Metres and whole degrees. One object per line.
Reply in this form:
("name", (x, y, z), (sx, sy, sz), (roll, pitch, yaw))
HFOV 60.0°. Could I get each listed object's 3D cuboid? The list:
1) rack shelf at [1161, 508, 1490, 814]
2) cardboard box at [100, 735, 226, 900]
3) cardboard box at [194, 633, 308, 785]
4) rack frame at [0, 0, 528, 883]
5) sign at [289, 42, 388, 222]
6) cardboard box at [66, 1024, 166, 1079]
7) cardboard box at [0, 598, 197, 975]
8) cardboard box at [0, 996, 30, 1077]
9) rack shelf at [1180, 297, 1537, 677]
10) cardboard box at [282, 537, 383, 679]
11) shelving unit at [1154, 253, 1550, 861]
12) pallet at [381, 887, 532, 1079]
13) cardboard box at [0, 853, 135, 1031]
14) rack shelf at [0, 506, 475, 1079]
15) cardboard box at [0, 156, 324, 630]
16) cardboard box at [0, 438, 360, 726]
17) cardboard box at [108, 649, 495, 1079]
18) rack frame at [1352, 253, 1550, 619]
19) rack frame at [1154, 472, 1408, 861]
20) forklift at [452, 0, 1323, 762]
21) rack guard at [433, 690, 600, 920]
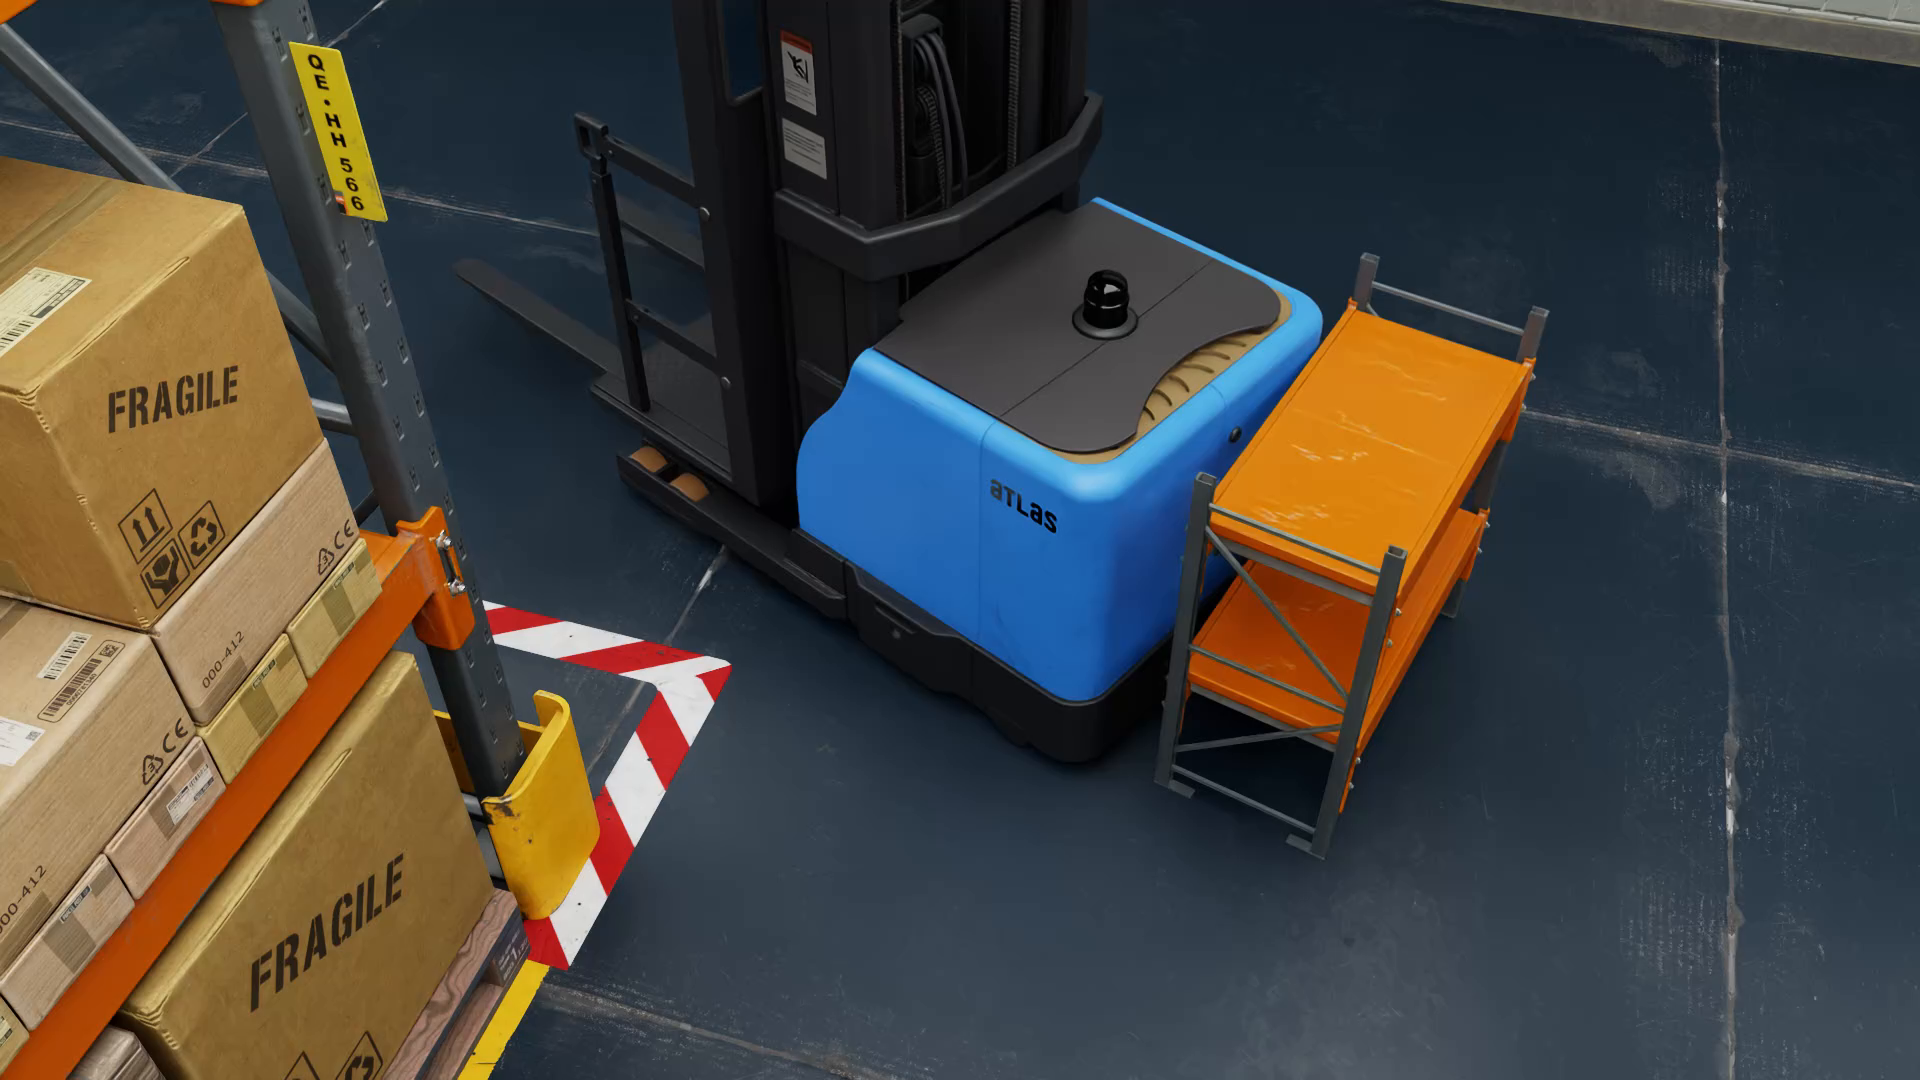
("rack shelf", (1.018, 0.215, 4.575), (0.538, 0.278, 1.000), (23, 49, 22))
("cardboard box", (-1.511, 0.429, 2.846), (0.380, 0.149, 0.250), (13, 46, 13))
("cardboard box", (-1.433, 0.262, 3.018), (0.380, 0.149, 0.250), (13, 46, 13))
("rack frame", (-1.562, -0.309, 3.421), (1.000, 3.000, 0.127), (13, 46, 13))
("sign", (-1.049, -0.683, 2.806), (0.100, 0.325, 0.005), (13, 46, 13))
("cardboard box", (-1.955, 1.350, 2.944), (0.875, 0.875, 0.875), (13, 46, 13))
("cardboard box", (-1.610, 0.356, 2.637), (0.500, 0.250, 0.500), (12, 46, 12))
("cardboard box", (-1.664, 0.769, 2.499), (0.380, 0.149, 0.250), (12, 46, 12))
("rack shelf", (1.018, -0.169, 4.200), (0.538, 0.278, 1.000), (23, 49, 22))
("cardboard box", (-1.356, 0.088, 3.195), (0.380, 0.149, 0.250), (13, 46, 13))
("shelving unit", (1.018, 0.040, 4.404), (0.538, 1.125, 1.048), (23, 49, 22))
("pallet", (-1.730, 1.237, 3.835), (1.003, 0.211, 1.213), (13, 46, 13))
("cardboard box", (-1.587, 0.596, 2.676), (0.380, 0.149, 0.250), (13, 46, 13))
("rack shelf", (-2.168, 1.281, 2.310), (1.077, 0.370, 4.000), (13, 46, 13))
("cardboard box", (-1.459, -0.249, 2.718), (0.500, 0.500, 0.500), (13, 46, 13))
("cardboard box", (-1.456, 0.018, 2.982), (0.500, 0.250, 0.500), (12, 46, 12))
("cardboard box", (-1.680, 0.744, 3.564), (0.875, 0.875, 0.875), (13, 46, 13))
("rack frame", (1.282, -0.264, 4.715), (0.500, 1.125, 0.032), (23, 49, 22))
("rack frame", (0.754, 0.344, 4.094), (0.500, 1.125, 0.032), (23, 49, 22))
("forklift", (-0.463, -1.338, 4.522), (3.031, 2.935, 1.130), (32, 53, 28))
("rack guard", (-1.555, 0.568, 4.312), (1.175, 0.500, 0.348), (13, 46, 13))
